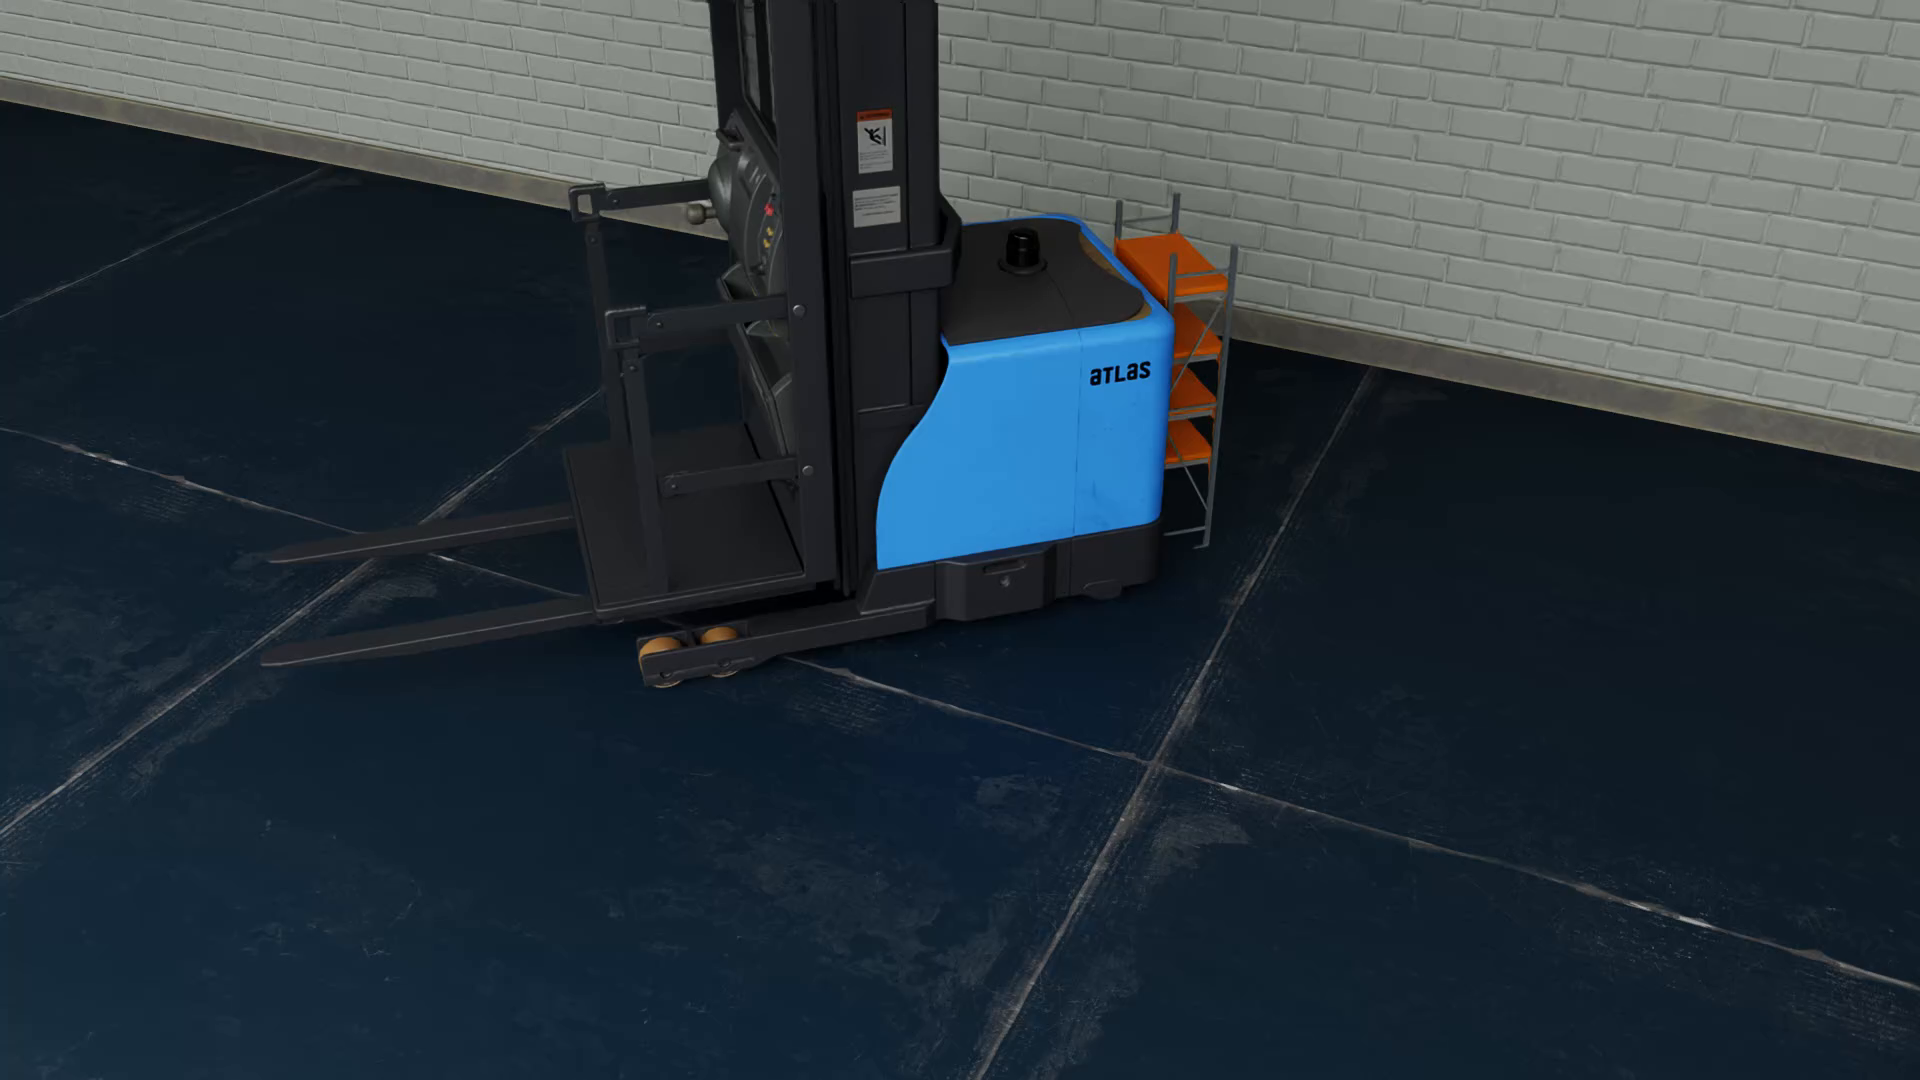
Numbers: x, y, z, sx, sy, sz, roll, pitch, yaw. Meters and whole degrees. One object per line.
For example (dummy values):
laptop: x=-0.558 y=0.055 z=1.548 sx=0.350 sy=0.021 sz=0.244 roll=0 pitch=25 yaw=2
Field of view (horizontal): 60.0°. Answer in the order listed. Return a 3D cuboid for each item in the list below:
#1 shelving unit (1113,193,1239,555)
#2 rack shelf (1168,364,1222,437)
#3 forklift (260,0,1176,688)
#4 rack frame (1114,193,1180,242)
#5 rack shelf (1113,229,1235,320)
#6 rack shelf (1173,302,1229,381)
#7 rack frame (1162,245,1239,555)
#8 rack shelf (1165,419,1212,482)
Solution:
shelving unit: x=0.743 y=-0.590 z=6.056 sx=0.258 sy=1.200 sz=0.503 roll=-9 pitch=34 yaw=-14
rack shelf: x=0.743 y=-0.534 z=6.093 sx=0.258 sy=0.148 sz=0.480 roll=-9 pitch=34 yaw=-14
forklift: x=-0.855 y=-1.061 z=5.195 sx=3.031 sy=2.935 sz=1.130 roll=-9 pitch=34 yaw=-14
rack frame: x=0.672 y=-0.718 z=6.251 sx=0.240 sy=1.200 sz=0.015 roll=-9 pitch=34 yaw=-14
rack shelf: x=0.743 y=-0.919 z=5.841 sx=0.258 sy=0.148 sz=0.480 roll=-9 pitch=34 yaw=-14
rack shelf: x=0.743 y=-0.721 z=5.970 sx=0.258 sy=0.148 sz=0.480 roll=-9 pitch=34 yaw=-14
rack frame: x=0.814 y=-0.462 z=5.861 sx=0.240 sy=1.200 sz=0.015 roll=-9 pitch=34 yaw=-14
rack shelf: x=0.743 y=-0.368 z=6.202 sx=0.258 sy=0.148 sz=0.480 roll=-9 pitch=34 yaw=-14
